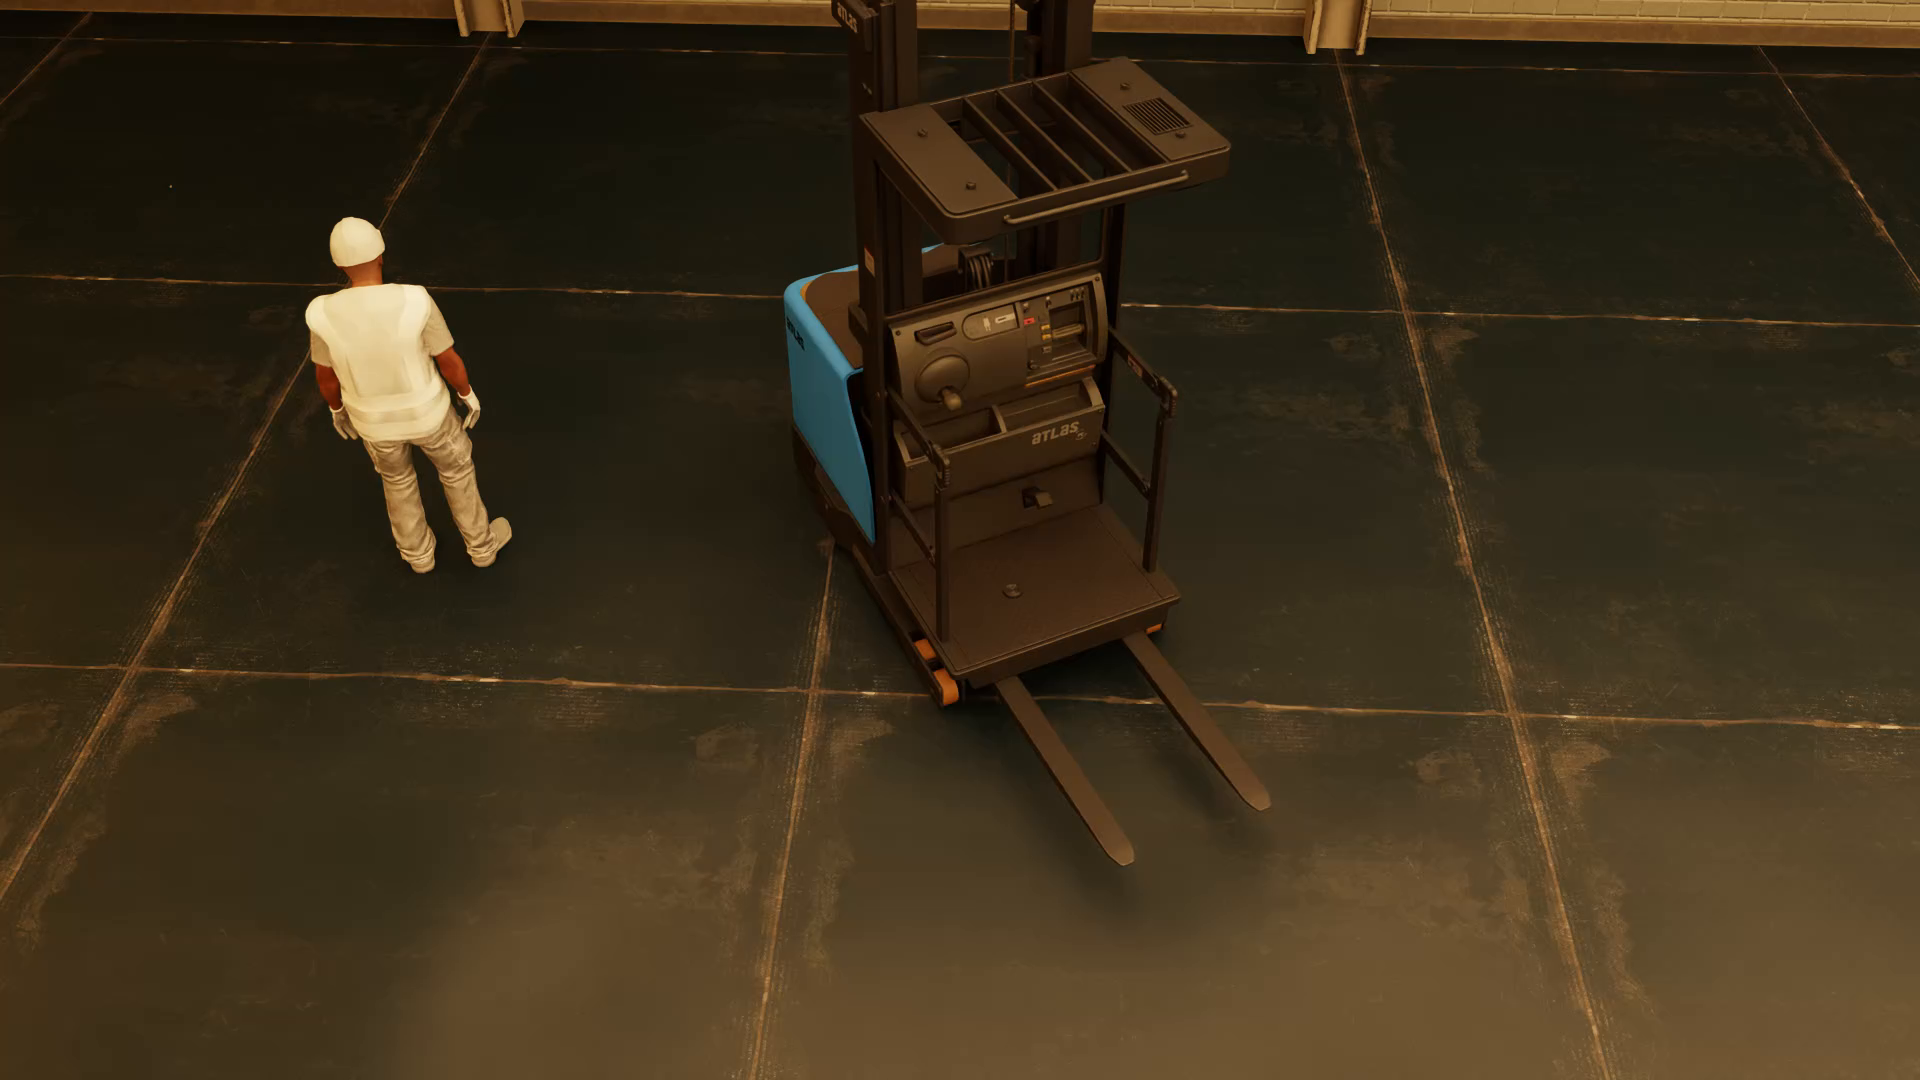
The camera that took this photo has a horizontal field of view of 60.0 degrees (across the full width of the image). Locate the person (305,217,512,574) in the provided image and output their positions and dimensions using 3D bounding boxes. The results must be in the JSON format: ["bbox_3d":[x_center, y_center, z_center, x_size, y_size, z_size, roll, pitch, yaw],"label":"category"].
[{"bbox_3d":[-2.423,-0.585,7.245,0.623,1.773,0.451,-5,43,-5],"label":"person"}]

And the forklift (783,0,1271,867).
[{"bbox_3d":[0.261,-0.710,6.520,1.130,2.935,3.031,-18,45,-18],"label":"forklift"}]
